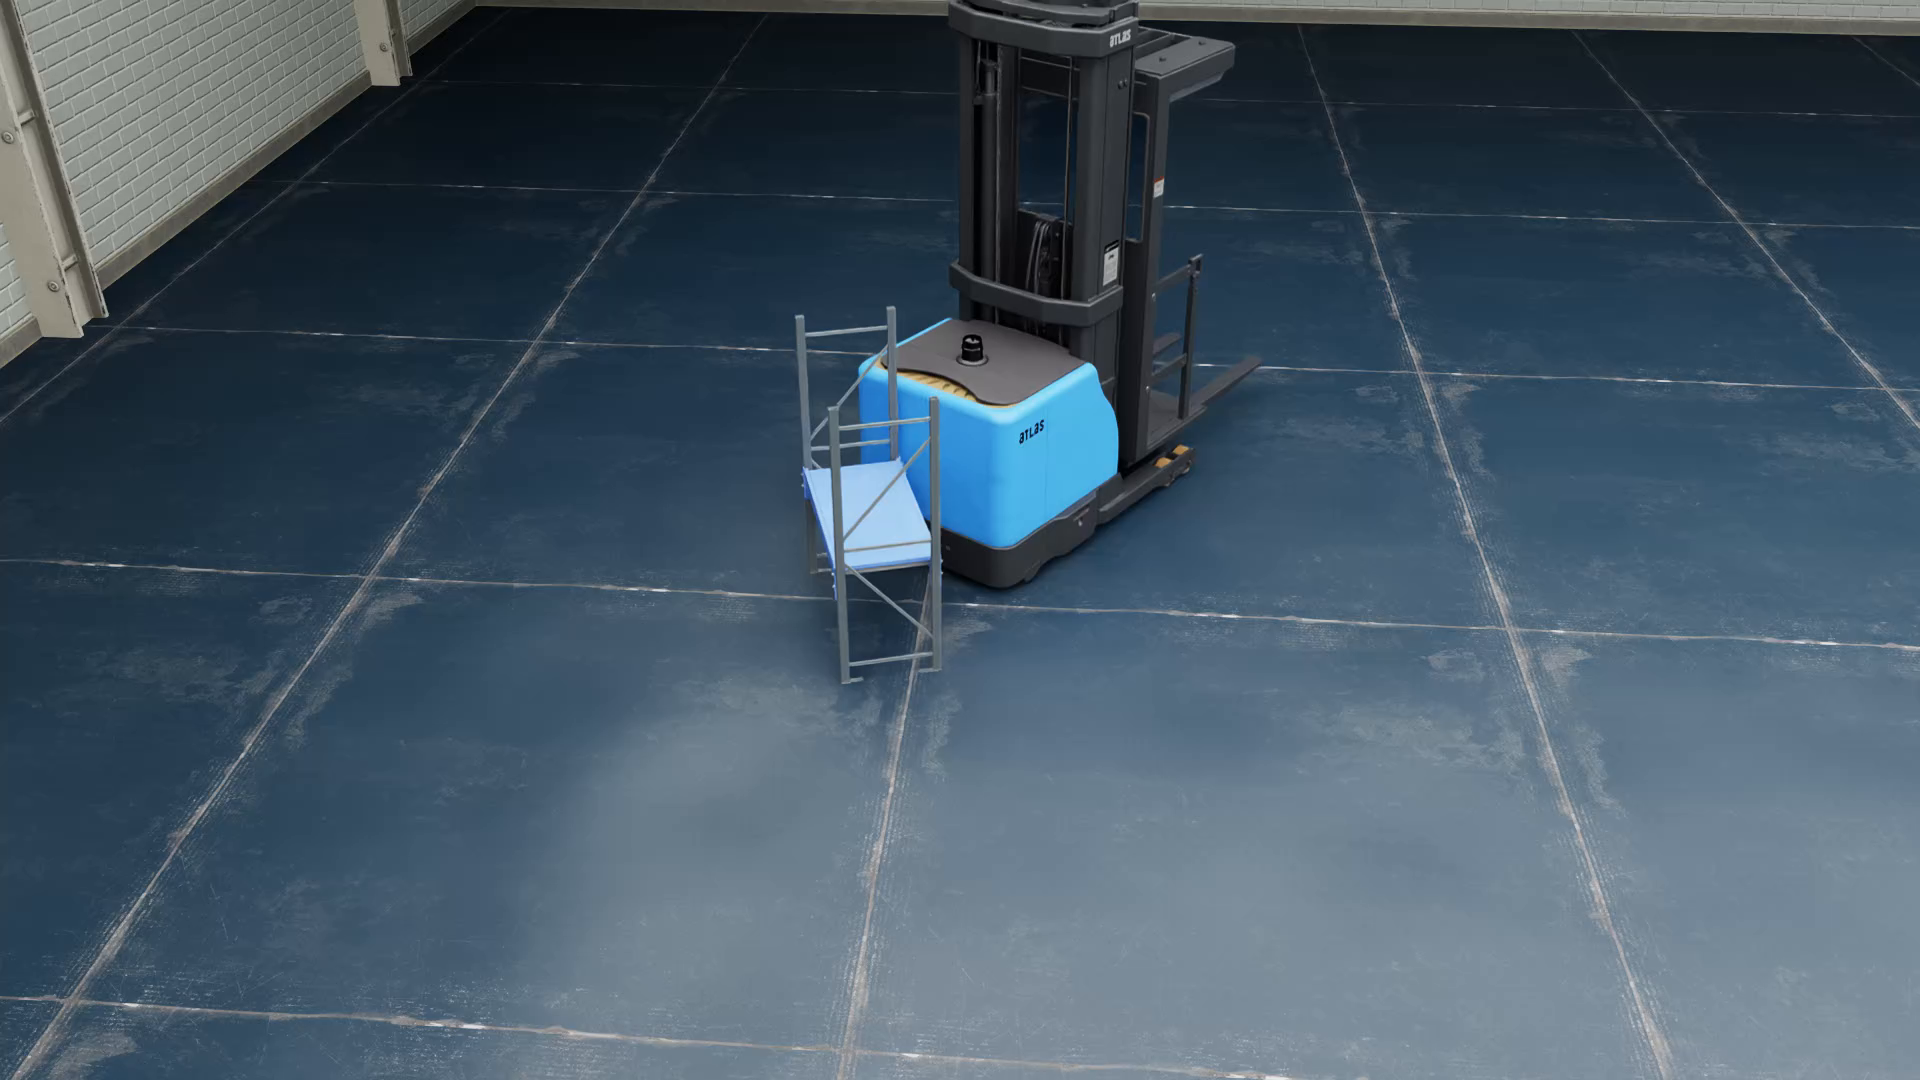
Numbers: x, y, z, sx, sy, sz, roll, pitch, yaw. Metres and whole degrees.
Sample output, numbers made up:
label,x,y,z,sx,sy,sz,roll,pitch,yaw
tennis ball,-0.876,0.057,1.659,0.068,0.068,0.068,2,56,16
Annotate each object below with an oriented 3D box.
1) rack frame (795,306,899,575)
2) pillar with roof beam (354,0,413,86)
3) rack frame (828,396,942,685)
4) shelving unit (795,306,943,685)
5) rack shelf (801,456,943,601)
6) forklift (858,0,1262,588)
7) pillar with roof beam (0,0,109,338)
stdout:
label,x,y,z,sx,sy,sz,roll,pitch,yaw
rack frame,-0.567,-0.489,8.614,0.500,1.500,0.032,-7,32,-11
pillar with roof beam,-1.456,-8.295,14.132,9.100,9.000,0.400,2,32,4
rack frame,-0.338,0.031,7.770,0.500,1.500,0.032,-7,32,-11
shelving unit,-0.453,-0.229,8.192,0.538,1.500,1.048,-7,32,-11
rack shelf,-0.453,-0.076,8.286,0.538,0.185,1.000,-7,32,-11
forklift,0.753,-1.708,9.228,1.130,2.935,3.031,22,38,32
pillar with roof beam,-1.944,-5.157,9.041,9.100,9.000,0.400,2,32,4
